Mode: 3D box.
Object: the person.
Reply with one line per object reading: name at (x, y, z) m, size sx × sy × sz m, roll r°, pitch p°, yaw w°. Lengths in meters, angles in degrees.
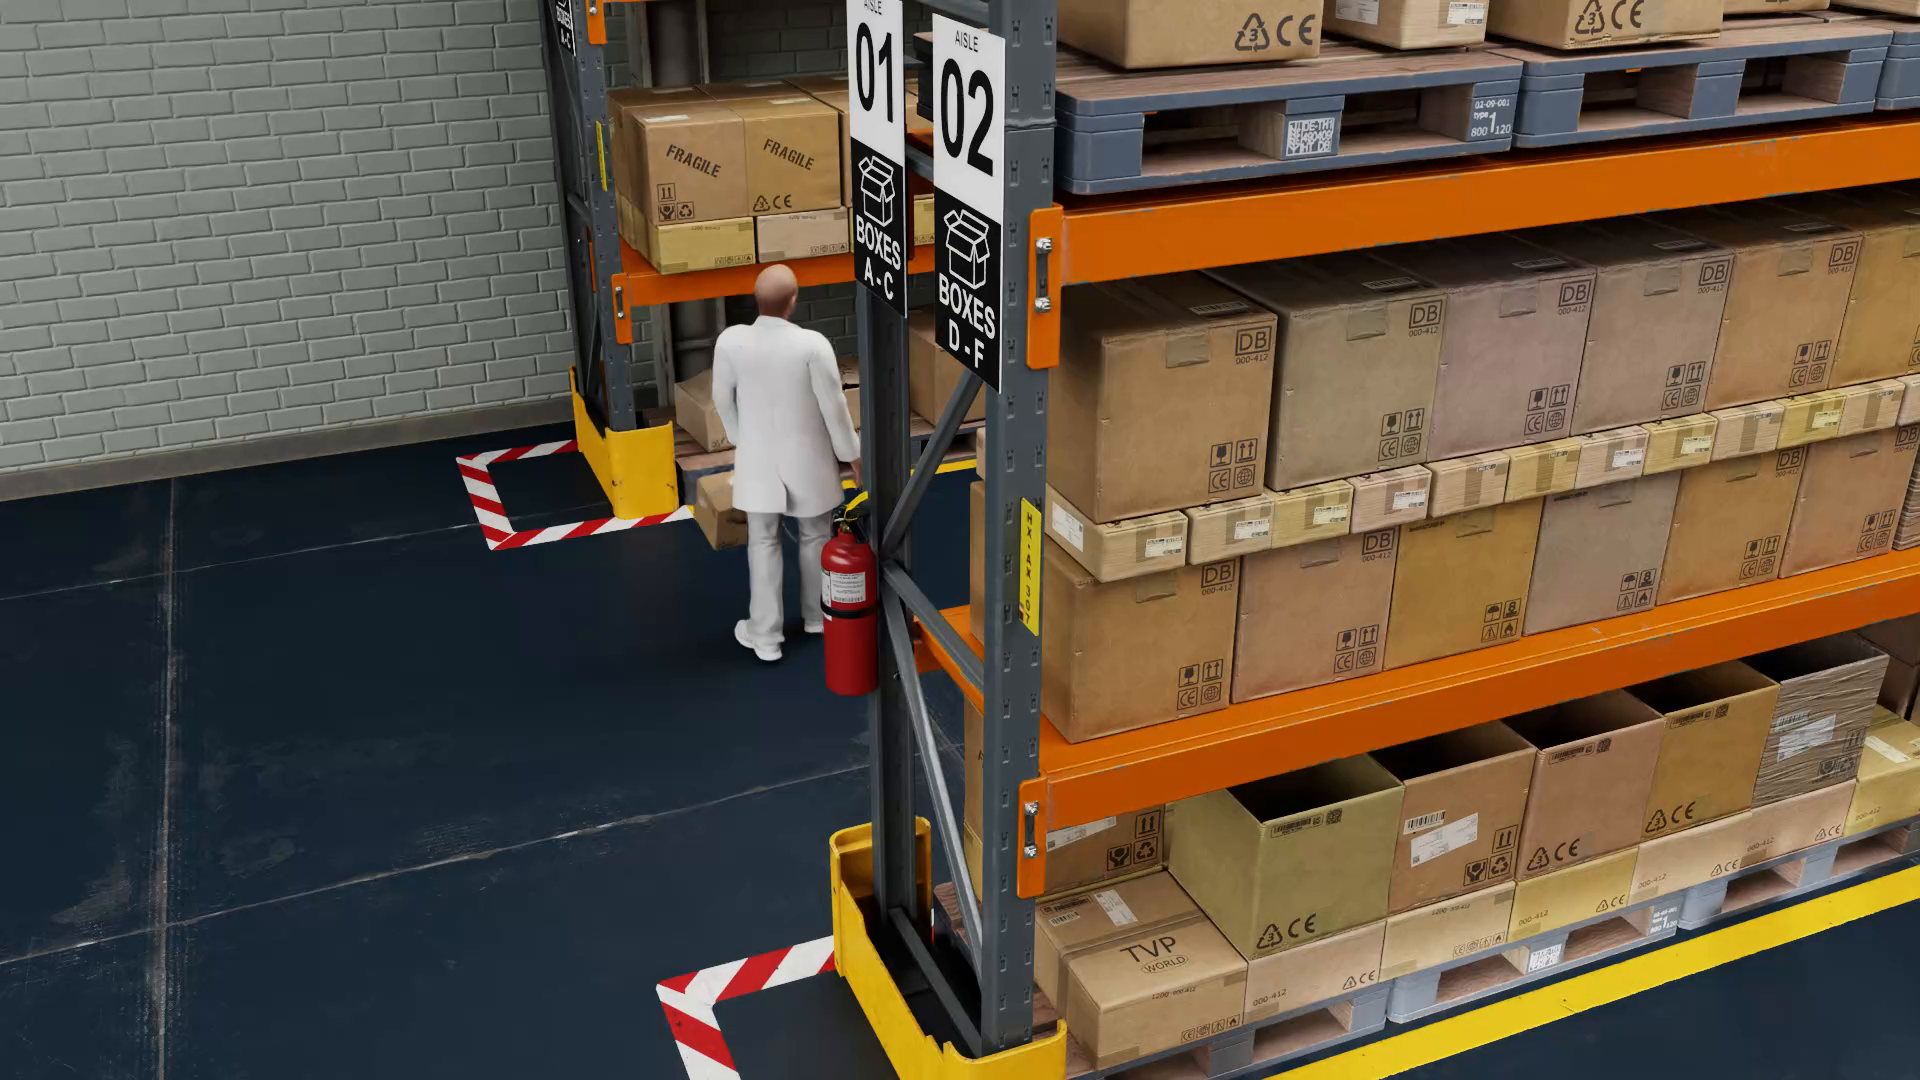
person at (-0.751, -0.368, 7.390) m, size 0.660 × 1.776 × 0.678 m, roll 4°, pitch 26°, yaw 8°
